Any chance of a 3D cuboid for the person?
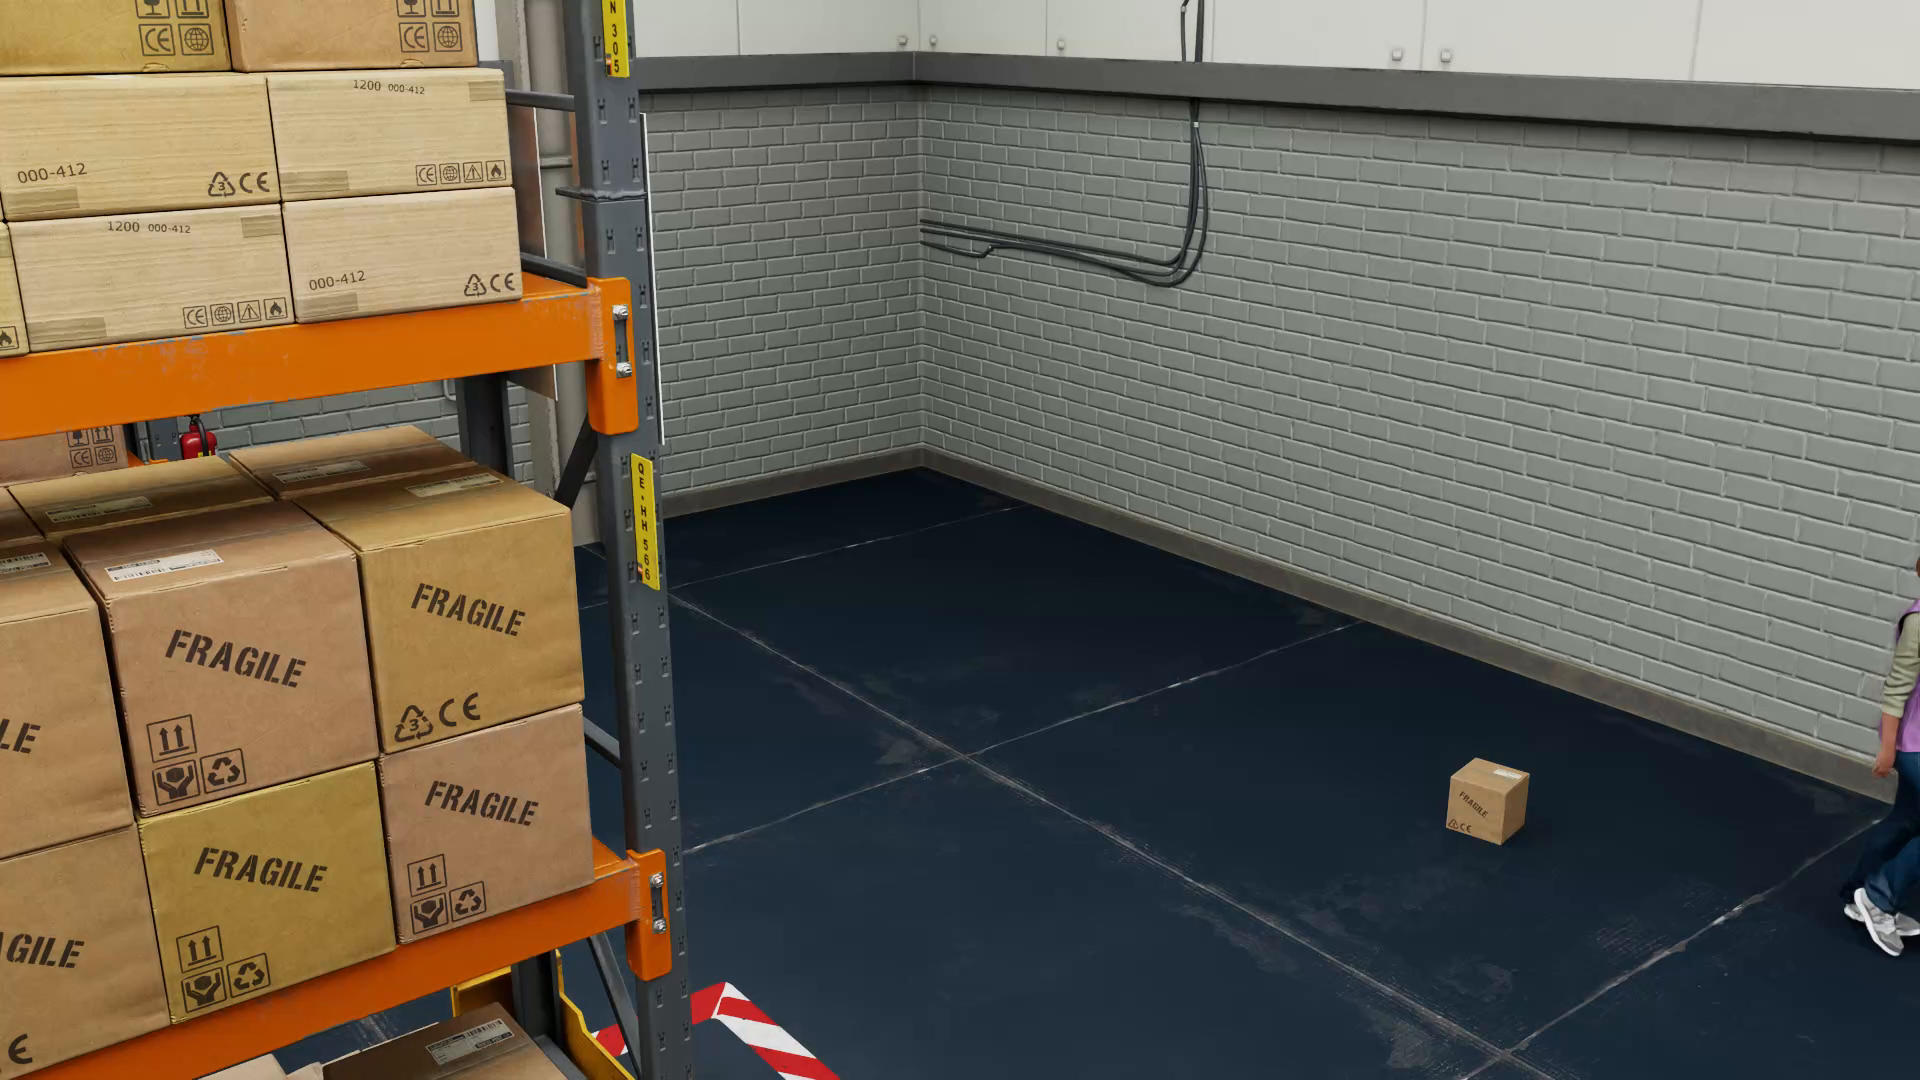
[{"bbox_3d":[3.596,0.769,6.140,0.424,1.607,0.438,-16,24,-40],"label":"person"}]
